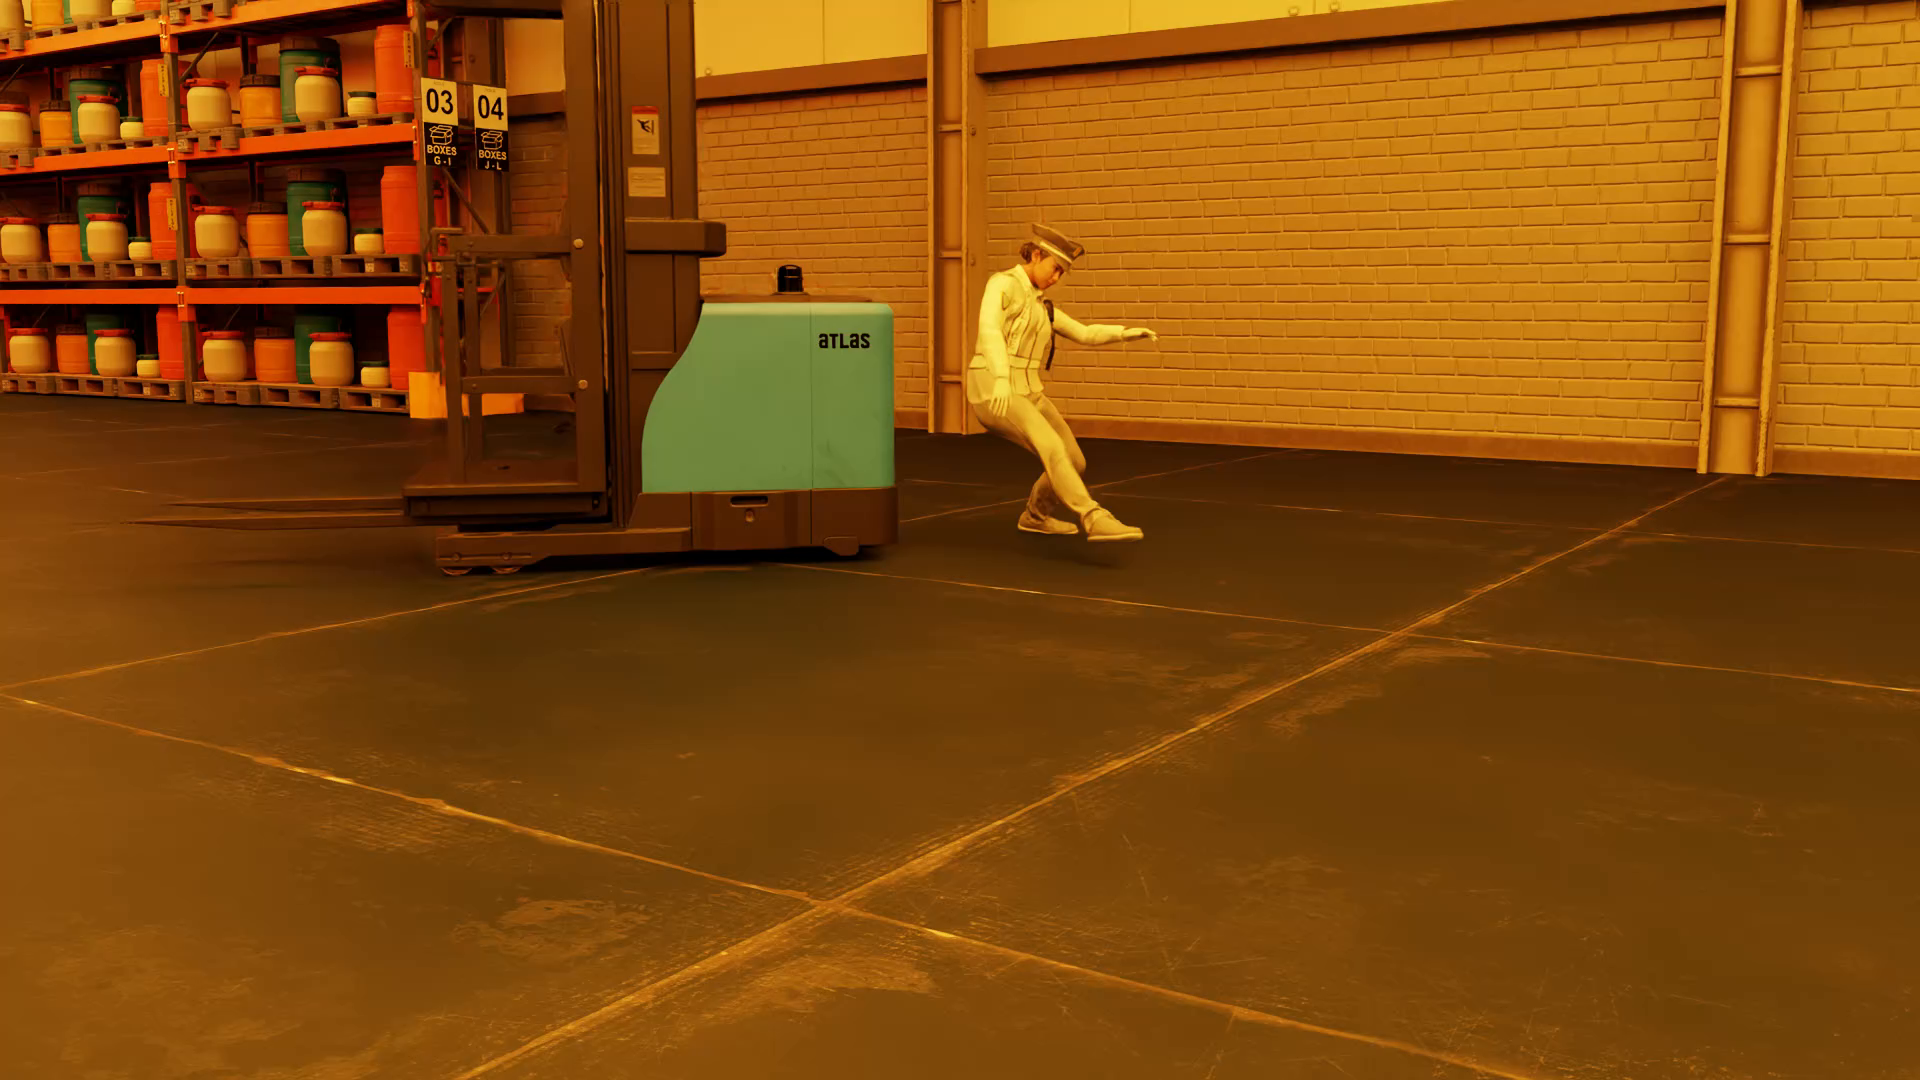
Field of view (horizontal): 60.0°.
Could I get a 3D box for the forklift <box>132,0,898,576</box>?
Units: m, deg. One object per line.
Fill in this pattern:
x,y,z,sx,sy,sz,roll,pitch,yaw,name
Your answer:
-1.833,-1.391,6.973,3.031,2.935,1.130,-2,8,-12,forklift

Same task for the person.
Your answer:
0.530,-0.652,7.235,1.030,1.438,0.918,5,10,34,person
